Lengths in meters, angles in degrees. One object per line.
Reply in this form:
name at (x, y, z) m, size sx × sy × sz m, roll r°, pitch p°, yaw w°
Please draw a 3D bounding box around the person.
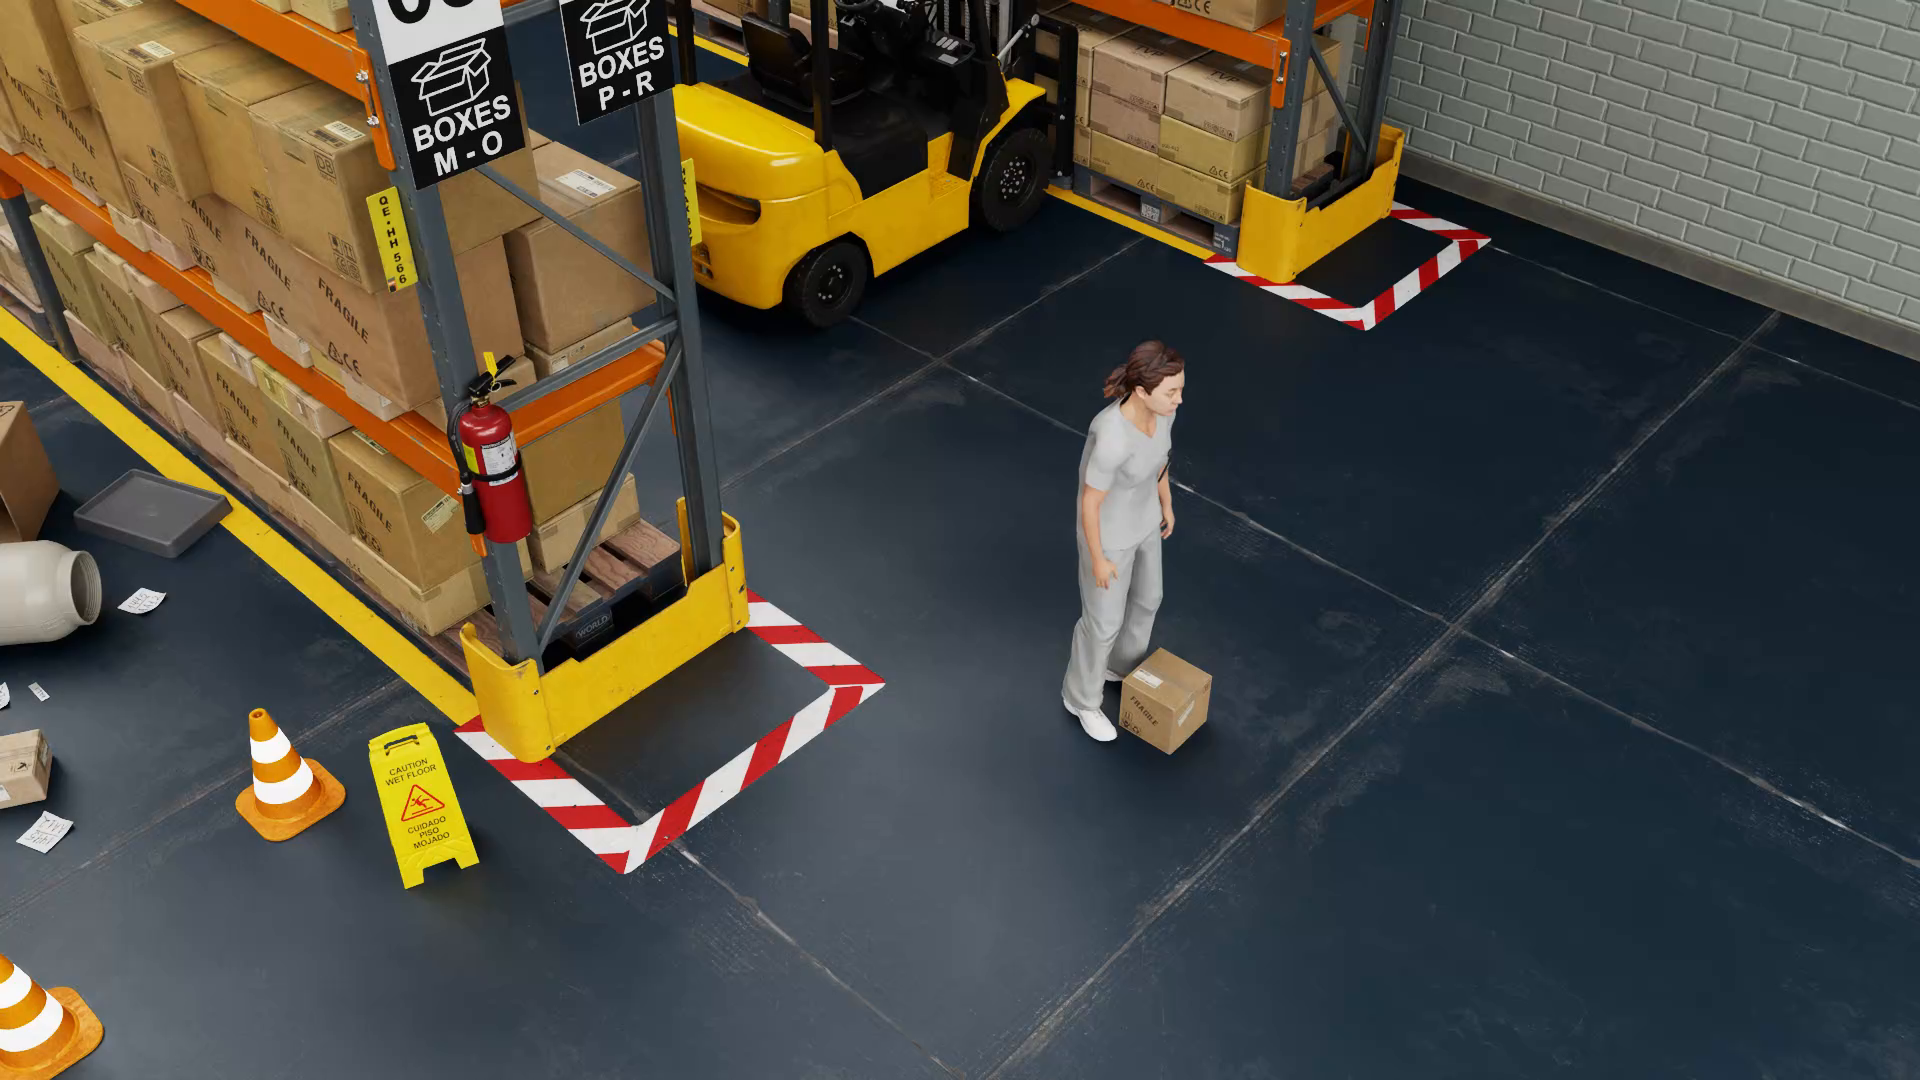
person at (0.617, -0.023, 6.184) m, size 0.352 × 1.673 × 0.508 m, roll 28°, pitch 47°, yaw 30°
